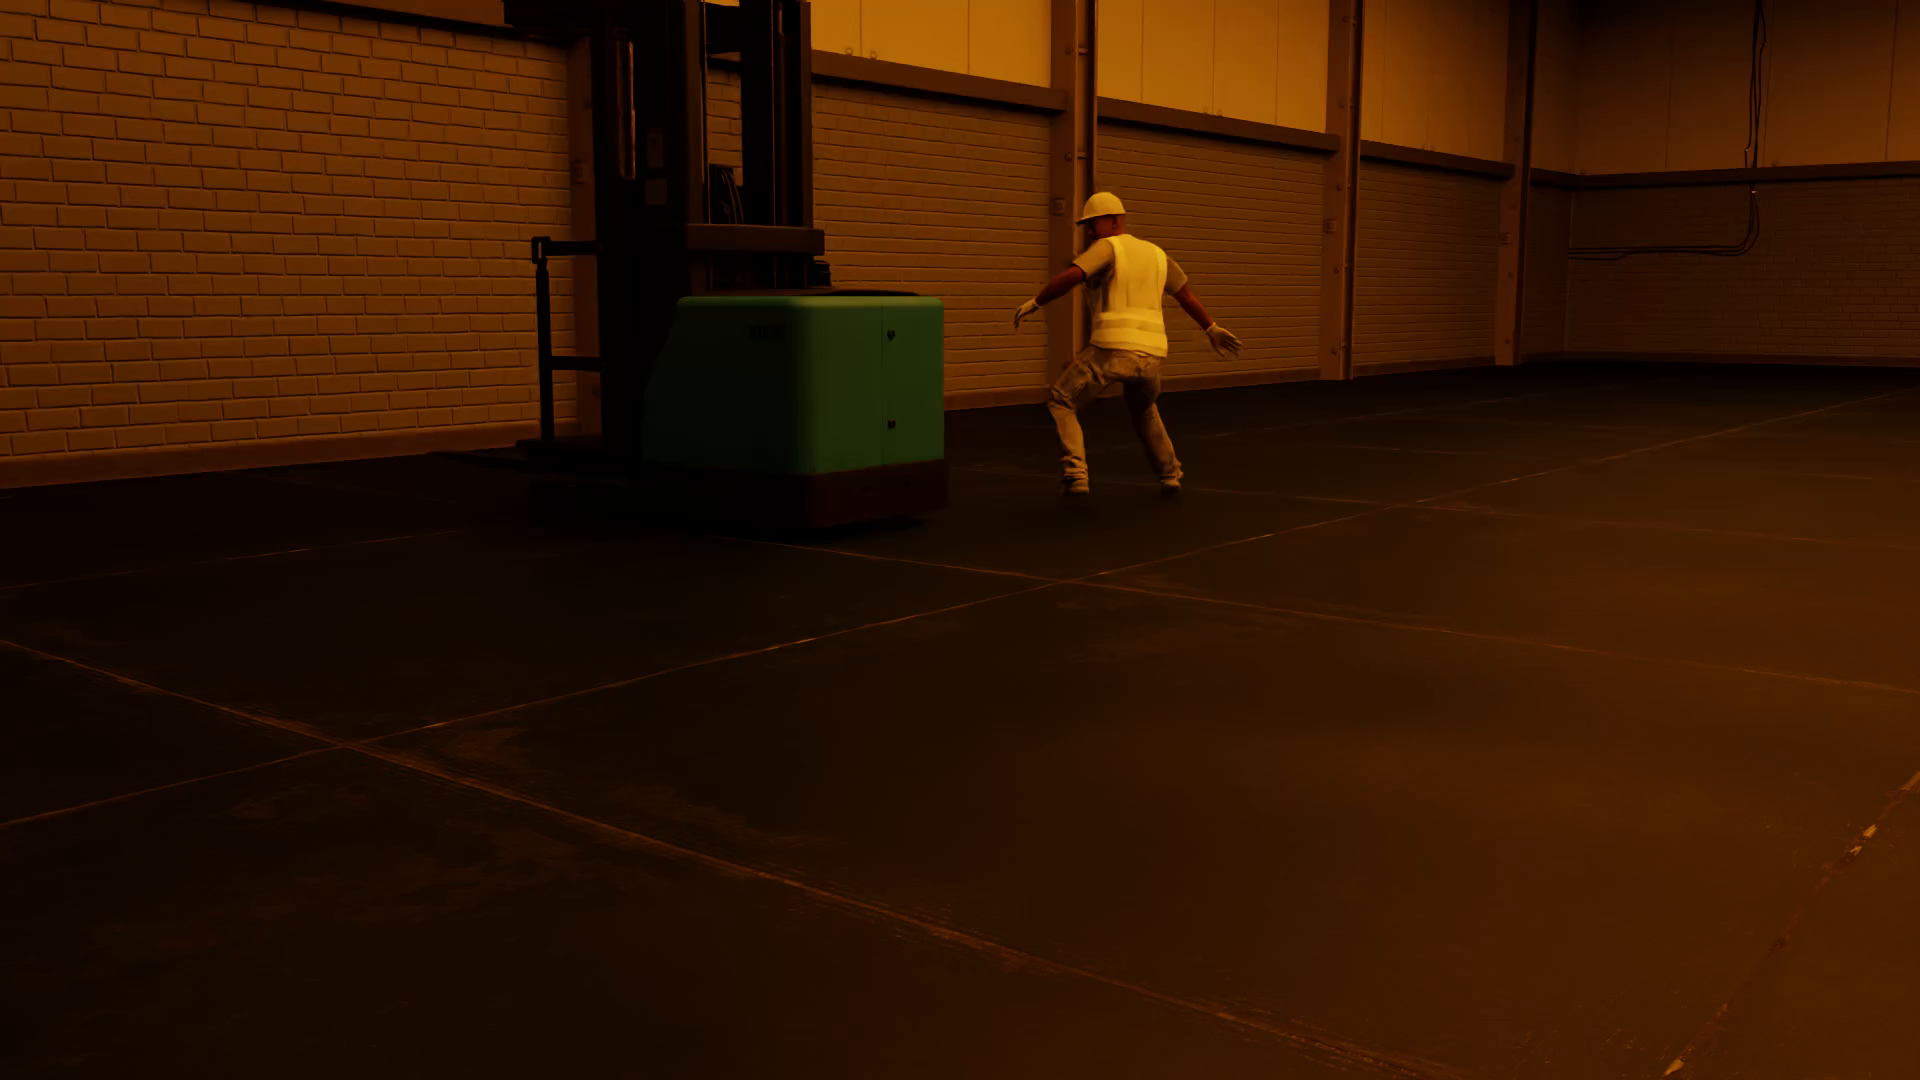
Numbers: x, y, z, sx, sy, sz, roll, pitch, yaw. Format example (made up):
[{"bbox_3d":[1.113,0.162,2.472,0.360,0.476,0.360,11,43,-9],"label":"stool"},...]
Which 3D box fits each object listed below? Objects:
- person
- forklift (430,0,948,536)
[{"bbox_3d":[0.878,-0.953,8.752,1.147,1.731,0.583,-6,10,-34],"label":"person"},{"bbox_3d":[-1.531,-1.616,8.322,3.031,2.935,1.130,6,11,38],"label":"forklift"}]
